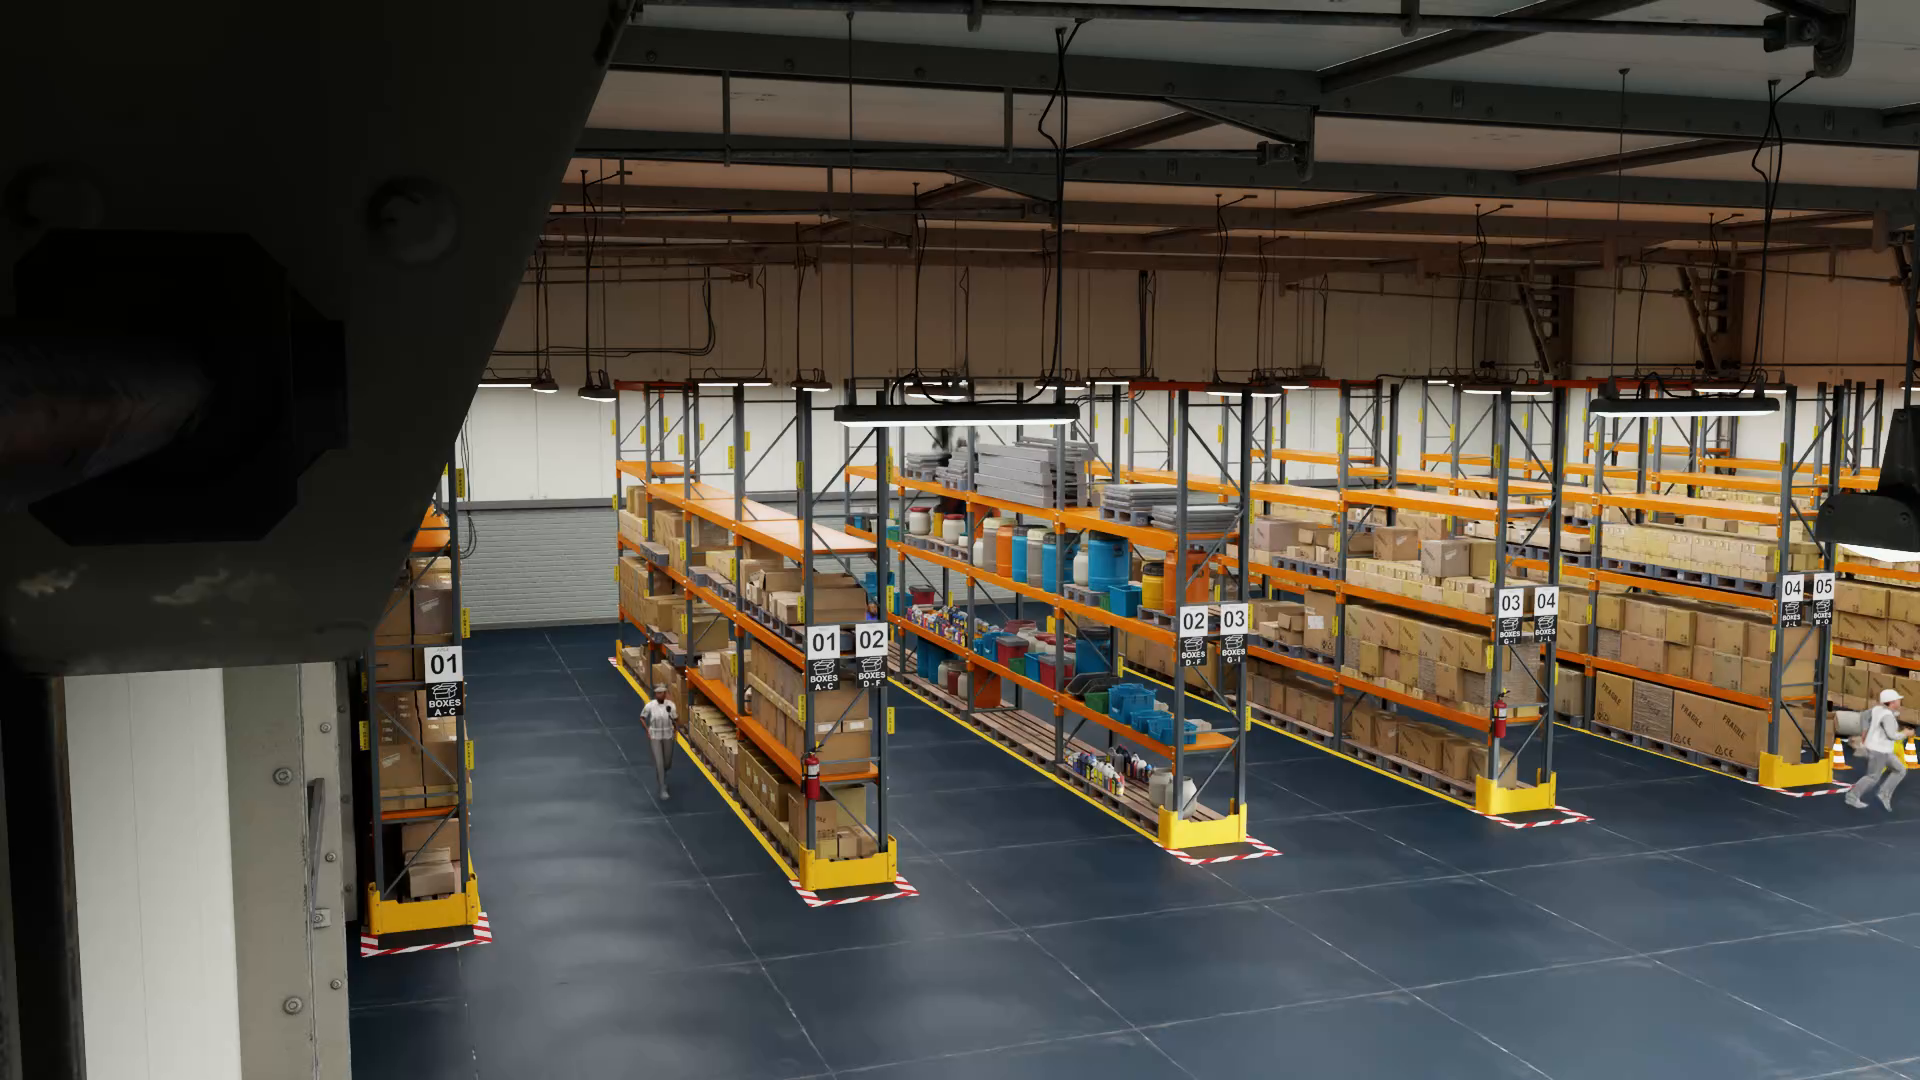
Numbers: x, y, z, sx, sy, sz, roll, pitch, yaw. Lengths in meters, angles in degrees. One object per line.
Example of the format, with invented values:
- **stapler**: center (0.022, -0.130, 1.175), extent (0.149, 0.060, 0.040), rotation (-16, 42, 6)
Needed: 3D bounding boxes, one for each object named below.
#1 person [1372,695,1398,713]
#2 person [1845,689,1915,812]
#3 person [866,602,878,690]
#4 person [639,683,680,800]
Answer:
- **person**: center (7.841, 2.277, 30.304), extent (0.682, 1.844, 0.746), rotation (-2, 6, -20)
- **person**: center (12.999, 2.973, 23.486), extent (0.814, 1.774, 0.681), rotation (2, 6, 19)
- **person**: center (-1.638, 1.966, 31.071), extent (0.582, 1.630, 0.577), rotation (-2, 6, -21)
- **person**: center (-4.415, 2.924, 24.520), extent (0.578, 1.691, 0.792), rotation (-2, 6, -19)
